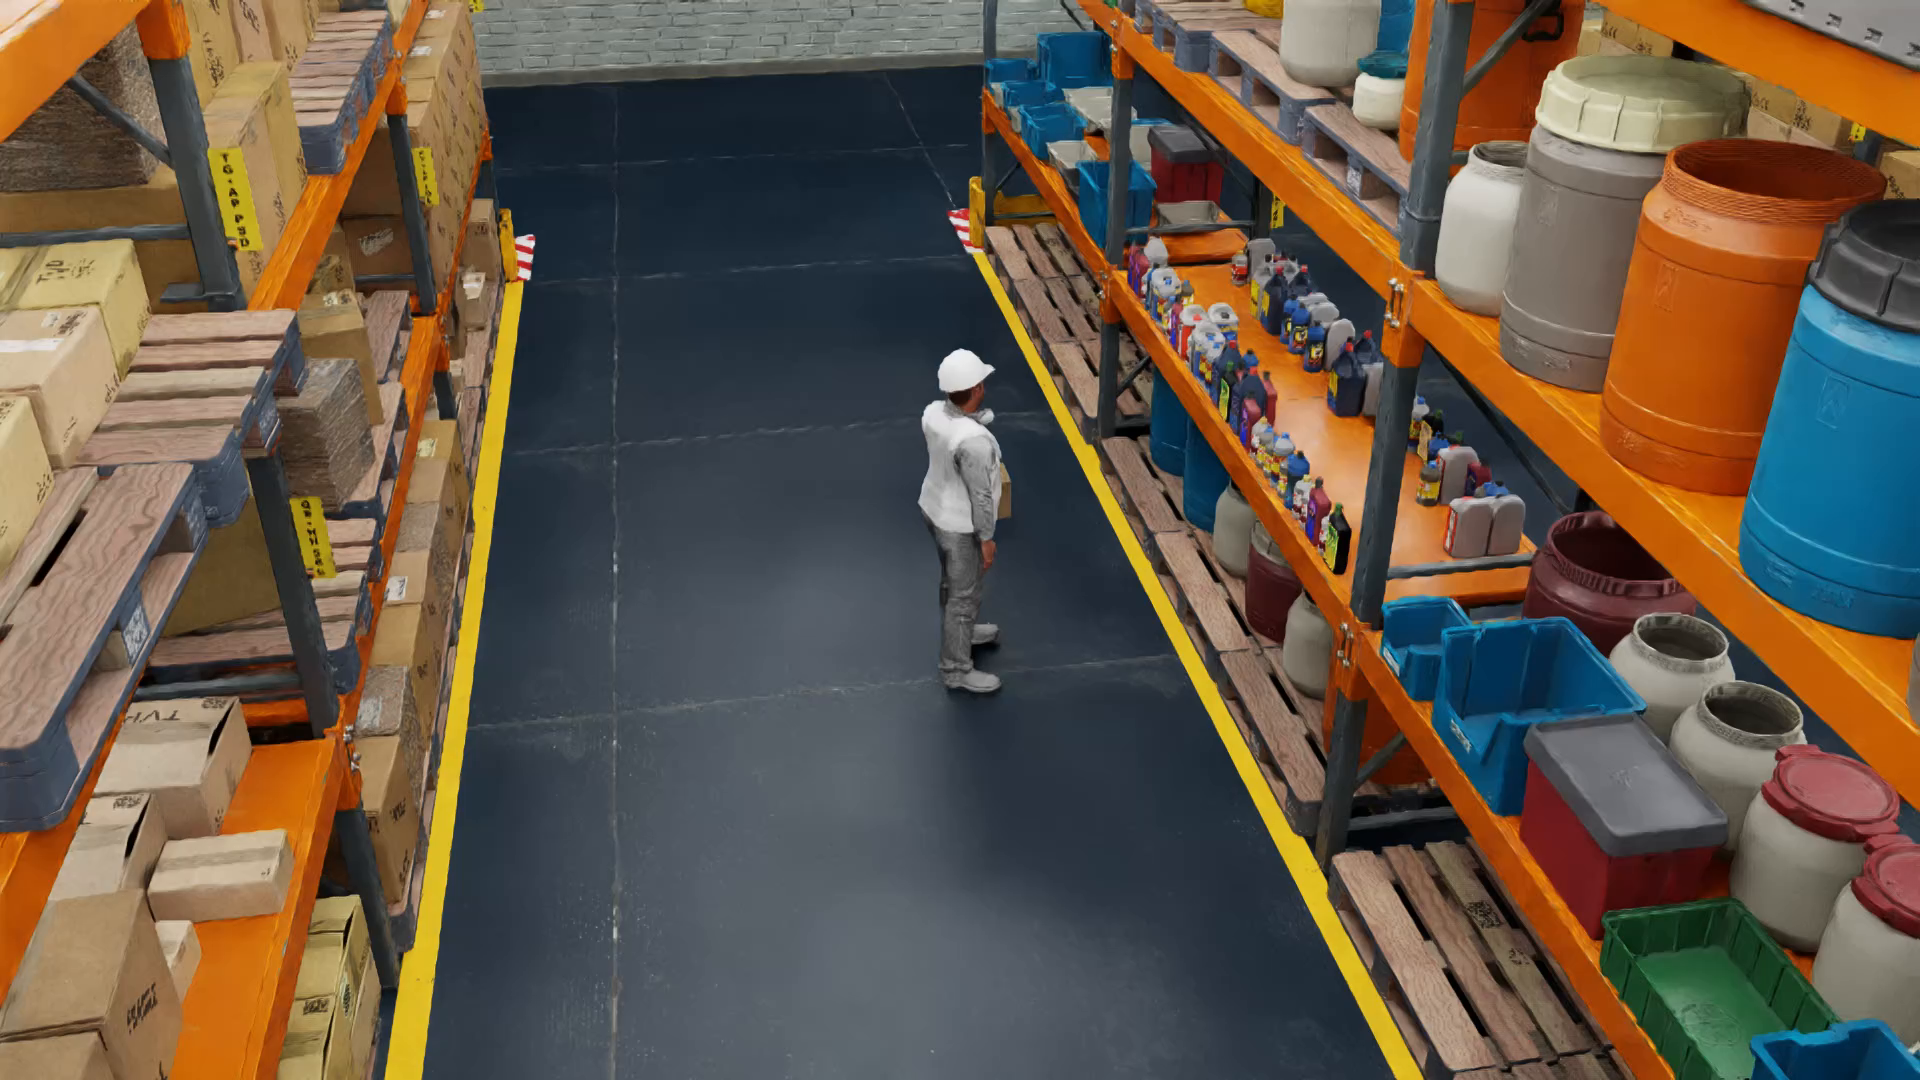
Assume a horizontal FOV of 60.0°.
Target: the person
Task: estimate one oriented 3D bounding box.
[{"bbox_3d":[0.059,-0.124,8.269,0.470,1.780,0.584,-13,33,-21],"label":"person"}]
